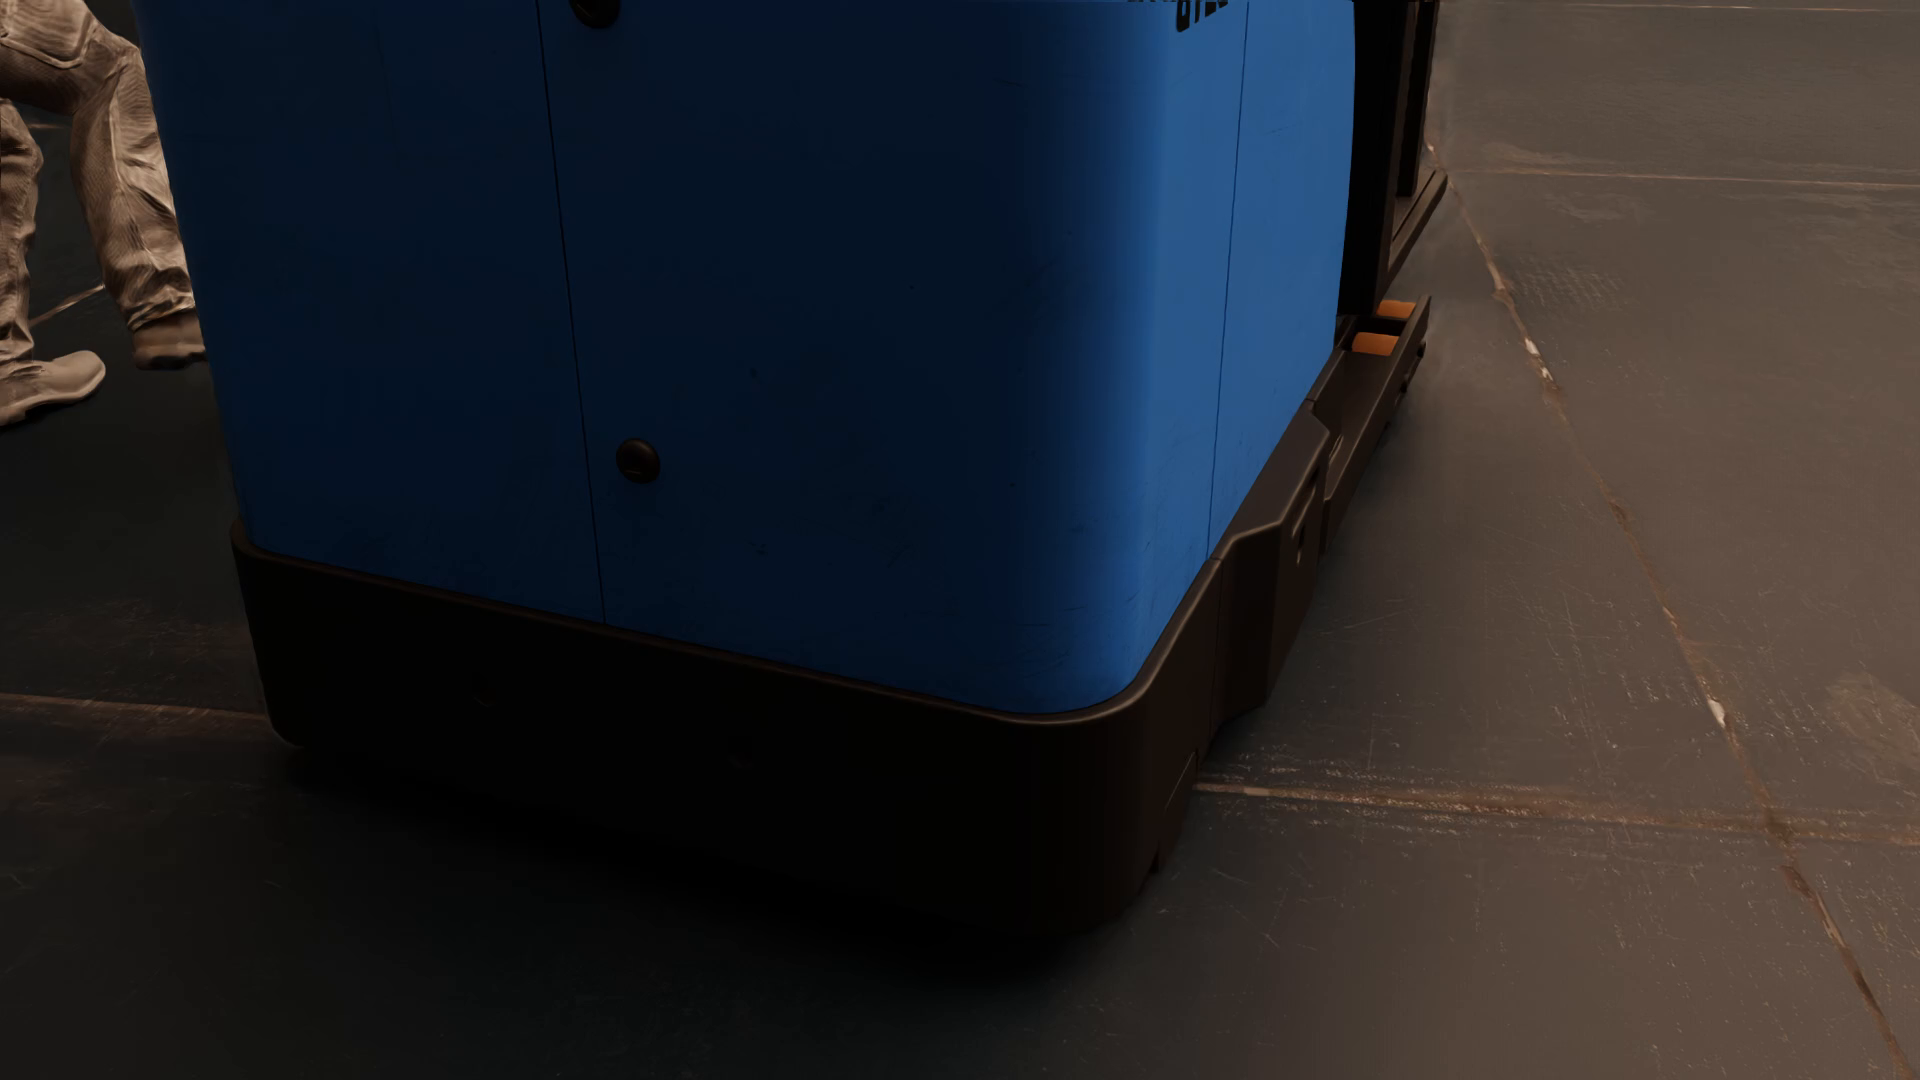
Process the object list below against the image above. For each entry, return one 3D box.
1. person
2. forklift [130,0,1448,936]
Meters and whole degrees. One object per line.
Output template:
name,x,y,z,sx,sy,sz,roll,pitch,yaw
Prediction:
person,-1.648,-1.010,2.830,1.171,1.525,0.952,9,28,18
forklift,0.219,-1.569,2.362,1.130,2.935,3.031,10,28,20
